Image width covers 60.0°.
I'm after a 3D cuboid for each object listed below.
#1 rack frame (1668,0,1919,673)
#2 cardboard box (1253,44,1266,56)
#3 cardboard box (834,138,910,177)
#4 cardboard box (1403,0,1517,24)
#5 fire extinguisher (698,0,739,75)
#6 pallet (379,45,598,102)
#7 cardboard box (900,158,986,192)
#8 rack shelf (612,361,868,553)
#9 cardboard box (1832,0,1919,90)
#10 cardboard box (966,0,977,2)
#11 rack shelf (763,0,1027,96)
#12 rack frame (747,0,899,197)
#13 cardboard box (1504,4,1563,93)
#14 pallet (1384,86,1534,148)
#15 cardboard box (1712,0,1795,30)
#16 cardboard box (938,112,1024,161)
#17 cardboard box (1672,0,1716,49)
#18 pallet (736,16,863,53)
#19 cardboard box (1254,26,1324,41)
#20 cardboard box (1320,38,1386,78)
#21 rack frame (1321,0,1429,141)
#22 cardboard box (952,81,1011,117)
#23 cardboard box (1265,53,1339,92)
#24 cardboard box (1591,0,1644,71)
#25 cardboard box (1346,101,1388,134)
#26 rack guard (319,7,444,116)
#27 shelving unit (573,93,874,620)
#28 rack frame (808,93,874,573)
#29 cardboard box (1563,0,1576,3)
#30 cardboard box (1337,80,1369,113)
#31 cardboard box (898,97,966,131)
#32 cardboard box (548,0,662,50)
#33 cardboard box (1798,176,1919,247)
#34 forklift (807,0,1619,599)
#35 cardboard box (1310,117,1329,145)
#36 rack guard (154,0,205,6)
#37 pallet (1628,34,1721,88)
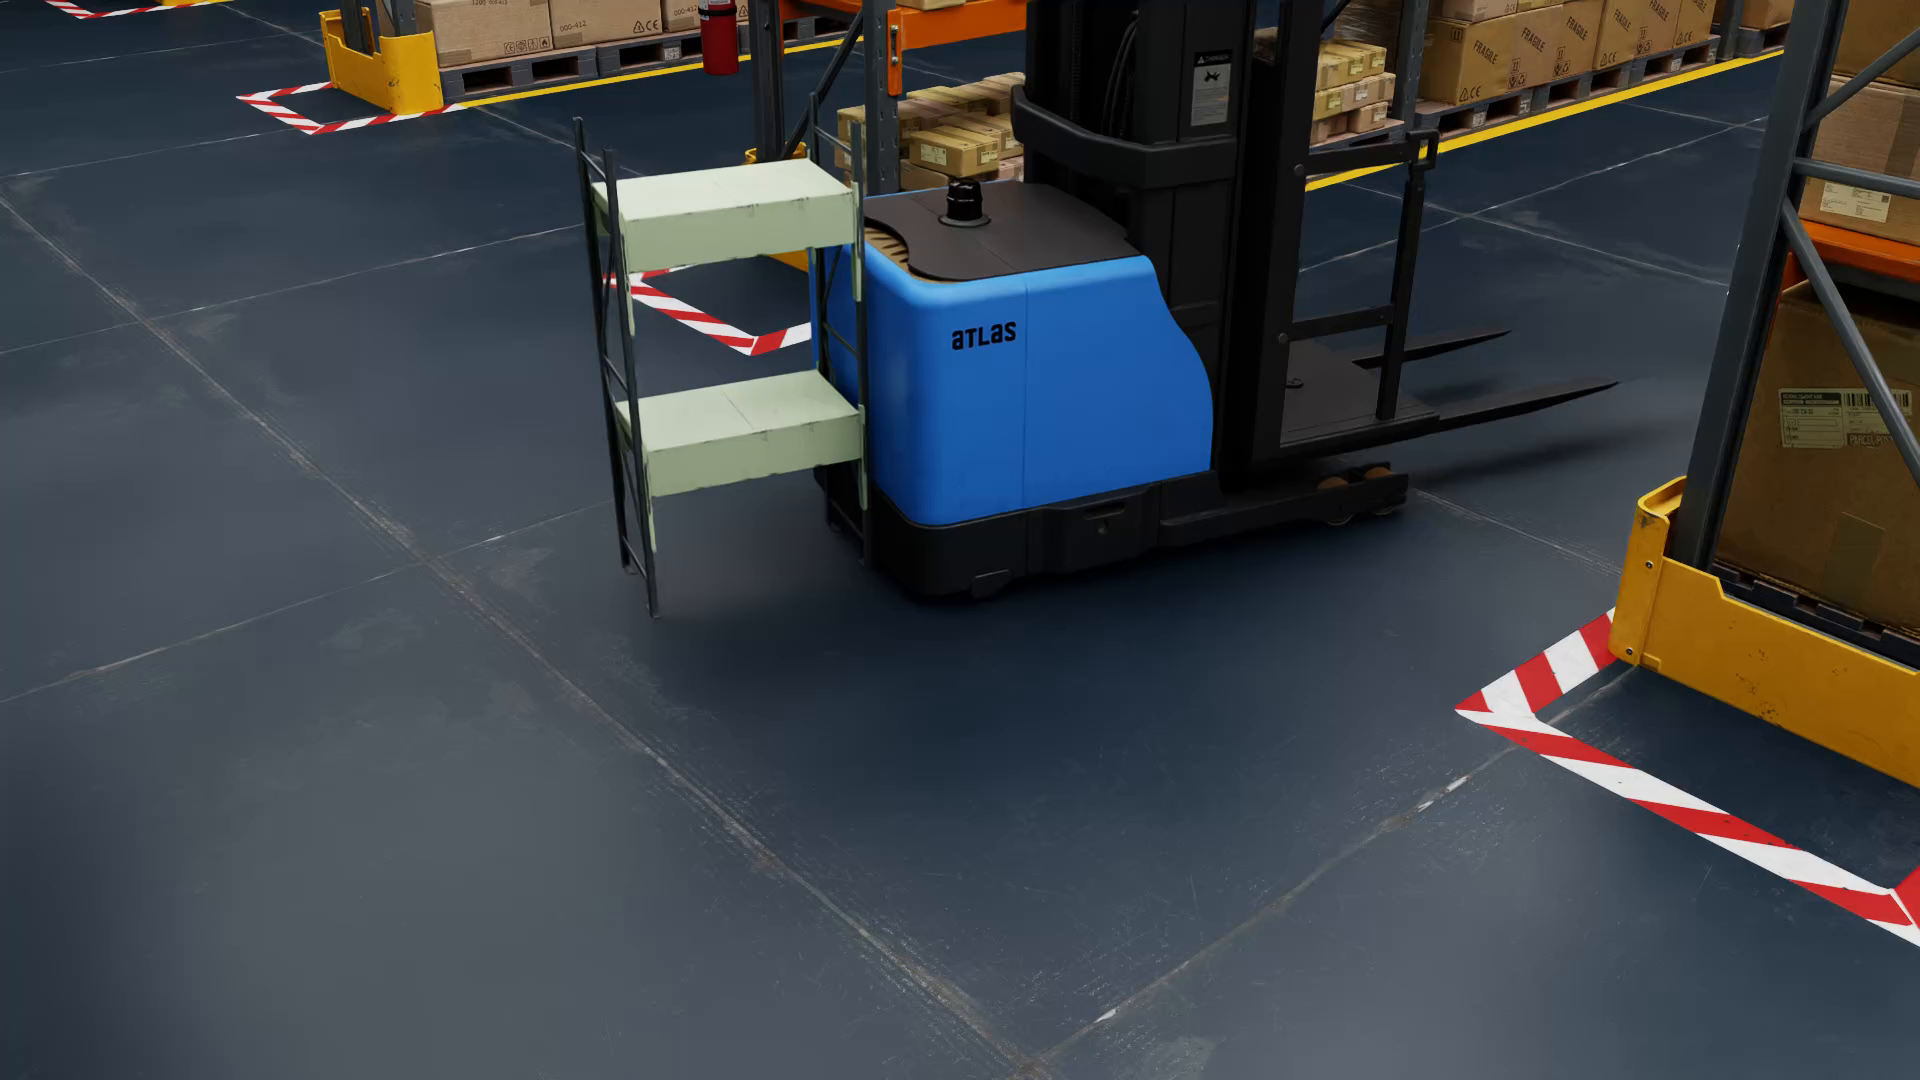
[{"bbox_3d":[2.494,-0.836,4.132,0.127,3.000,1.000,-22,35,-35],"label":"rack frame"},{"bbox_3d":[1.590,-2.870,9.886,0.250,0.149,0.380,-22,35,-36],"label":"cardboard box"},{"bbox_3d":[-0.432,-1.968,8.514,0.250,0.149,0.380,-23,36,-36],"label":"cardboard box"},{"bbox_3d":[3.128,-3.414,10.366,0.500,0.250,0.500,-24,36,-37],"label":"cardboard box"},{"bbox_3d":[-1.139,-2.535,7.789,0.183,0.674,0.296,-22,35,-35],"label":"fire extinguisher"},{"bbox_3d":[-3.380,-3.432,11.948,1.213,0.211,1.003,-22,35,-35],"label":"pallet"},{"bbox_3d":[-0.083,-1.773,8.148,0.250,0.149,0.380,-20,34,-33],"label":"cardboard box"},{"bbox_3d":[-0.713,-0.280,5.375,0.720,0.370,0.431,-12,30,-21],"label":"rack shelf"},{"bbox_3d":[2.694,-1.475,4.375,0.500,0.500,0.500,-21,35,-34],"label":"cardboard box"},{"bbox_3d":[-0.022,-2.609,7.716,0.250,0.149,0.380,-20,34,-33],"label":"cardboard box"},{"bbox_3d":[0.873,-2.940,8.832,4.000,0.370,1.077,-22,35,-35],"label":"rack shelf"},{"bbox_3d":[-0.648,-2.645,7.517,0.127,3.000,1.000,-22,35,-35],"label":"rack frame"},{"bbox_3d":[3.530,-3.245,10.846,0.500,0.500,0.500,-20,34,-33],"label":"cardboard box"},{"bbox_3d":[2.986,-2.878,10.911,1.213,0.211,1.003,-22,35,-35],"label":"pallet"},{"bbox_3d":[5.959,-4.440,12.816,0.750,0.750,1.050,-22,35,-36],"label":"cardboard box"},{"bbox_3d":[0.103,-2.002,8.261,0.250,0.149,0.380,-21,35,-34],"label":"cardboard box"},{"bbox_3d":[5.107,-3.880,12.035,0.500,0.500,0.500,-22,35,-35],"label":"cardboard box"},{"bbox_3d":[-1.524,-4.179,13.345,1.213,0.211,1.003,-22,35,-35],"label":"pallet"},{"bbox_3d":[1.998,-3.028,10.182,0.250,0.149,0.380,-20,34,-33],"label":"cardboard box"},{"bbox_3d":[2.293,-2.857,9.862,0.250,0.149,0.380,-21,34,-34],"label":"cardboard box"},{"bbox_3d":[2.395,-3.869,9.807,0.127,3.000,1.000,-22,35,-35],"label":"rack frame"},{"bbox_3d":[0.171,-2.326,8.868,0.250,0.149,0.380,-24,36,-37],"label":"cardboard box"},{"bbox_3d":[1.940,-2.686,9.542,0.250,0.149,0.380,-22,35,-35],"label":"cardboard box"},{"bbox_3d":[4.318,-3.555,11.427,0.500,0.500,0.500,-24,36,-37],"label":"cardboard box"},{"bbox_3d":[2.318,-2.555,9.927,0.250,0.149,0.380,-21,35,-34],"label":"cardboard box"},{"bbox_3d":[-3.956,-3.280,11.356,0.348,0.500,1.175,-22,35,-35],"label":"rack guard"},{"bbox_3d":[-0.713,-0.568,5.221,0.755,1.500,0.431,-12,30,-21],"label":"shelving unit"},{"bbox_3d":[-0.380,-0.639,5.354,0.023,1.500,0.400,-12,30,-21],"label":"rack frame"},{"bbox_3d":[3.923,-3.732,10.962,0.500,0.250,0.500,-20,34,-33],"label":"cardboard box"},{"bbox_3d":[2.164,-2.630,9.753,0.250,0.149,0.380,-24,36,-37],"label":"cardboard box"},{"bbox_3d":[-0.182,-2.145,8.529,0.250,0.149,0.380,-21,35,-34],"label":"cardboard box"},{"bbox_3d":[-2.810,-3.965,12.260,0.875,0.438,0.875,-21,34,-34],"label":"cardboard box"},{"bbox_3d":[2.551,-0.952,4.616,0.250,0.149,0.380,-21,35,-34],"label":"cardboard box"},{"bbox_3d":[1.031,-1.557,5.555,3.031,2.935,1.130,-12,30,-21],"label":"forklift"},{"bbox_3d":[1.906,-2.401,9.640,0.250,0.149,0.380,-23,36,-36],"label":"cardboard box"},{"bbox_3d":[-7.105,-5.089,14.742,0.348,0.500,1.175,-22,35,-35],"label":"rack guard"},{"bbox_3d":[4.842,-3.624,12.308,1.213,0.211,1.003,-22,35,-35],"label":"pallet"}]
